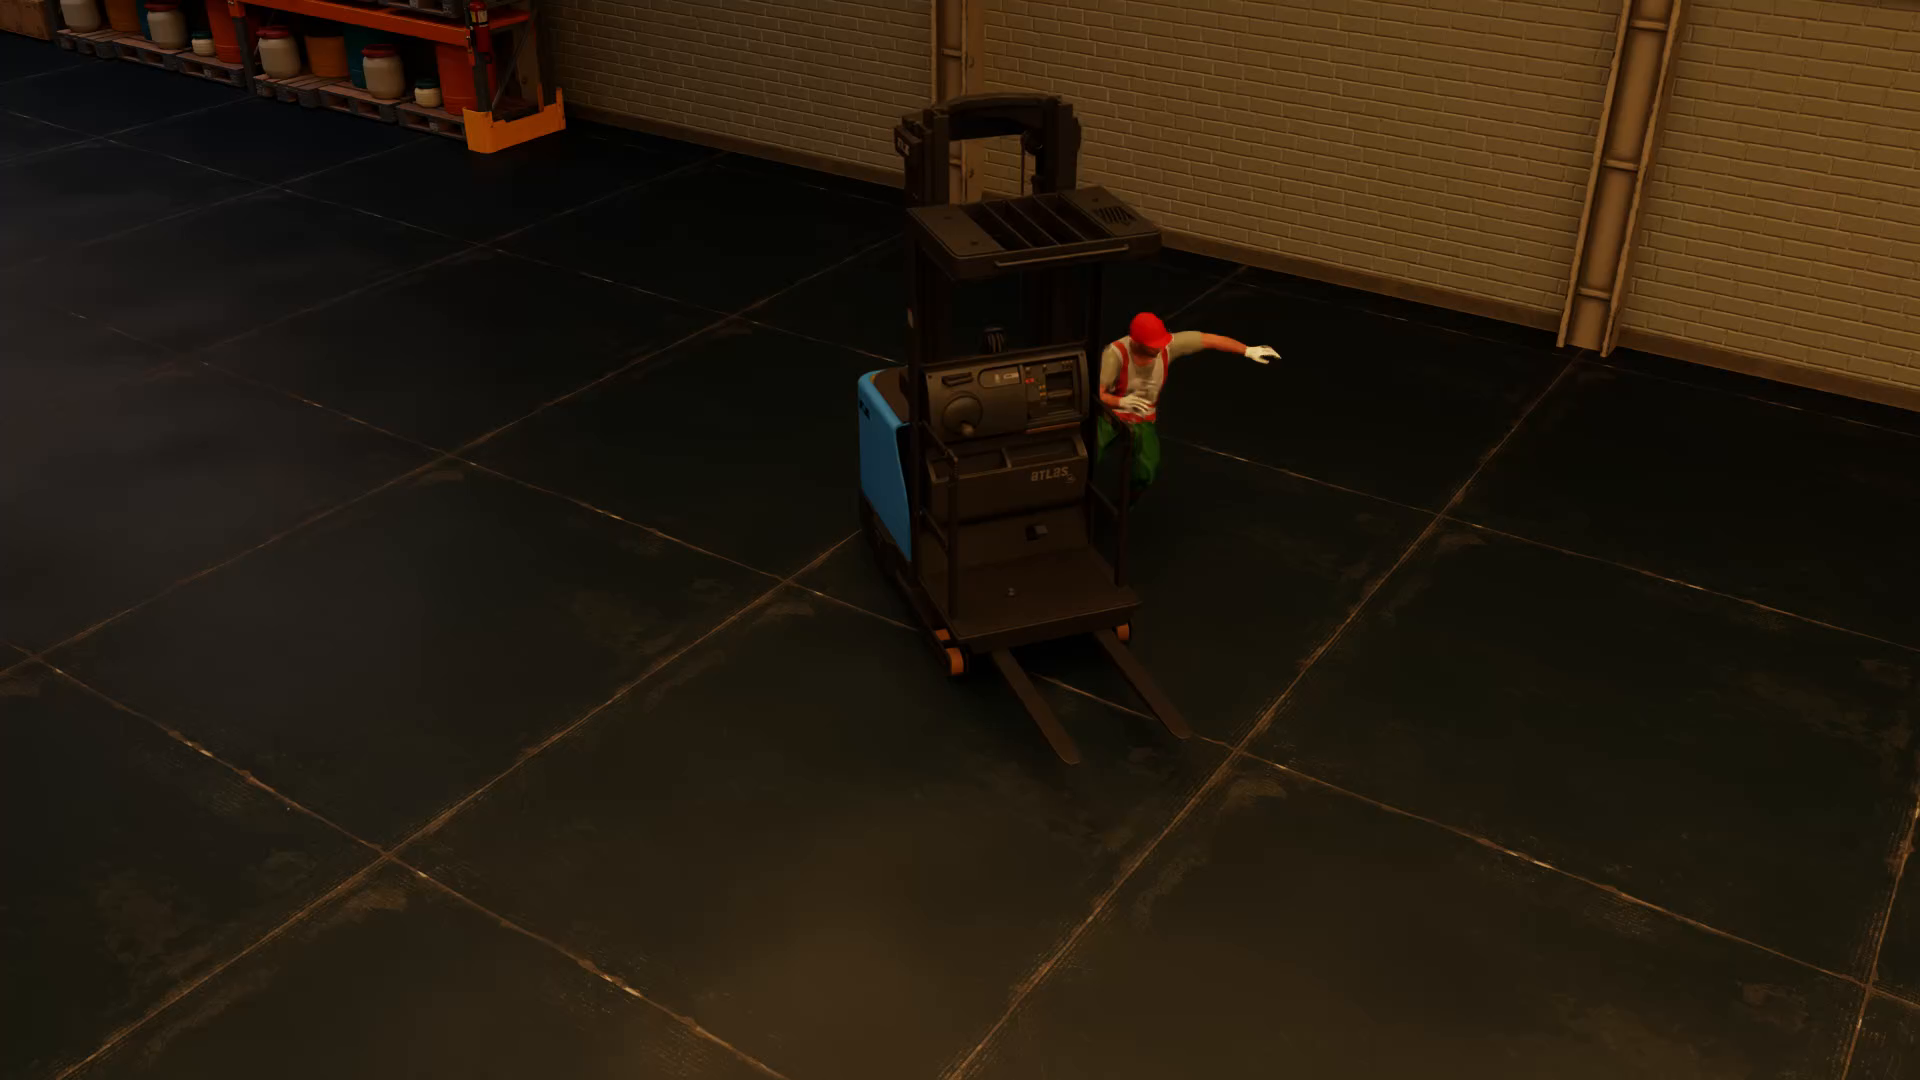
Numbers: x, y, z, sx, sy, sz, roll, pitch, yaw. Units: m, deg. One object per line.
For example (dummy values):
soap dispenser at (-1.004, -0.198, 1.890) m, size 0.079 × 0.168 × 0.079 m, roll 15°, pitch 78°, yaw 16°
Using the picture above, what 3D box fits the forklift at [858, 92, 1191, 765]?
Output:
forklift at (0.337, -0.744, 8.862) m, size 1.130 × 2.935 × 3.031 m, roll -10°, pitch 32°, yaw -17°

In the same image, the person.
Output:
person at (1.134, -0.716, 10.250) m, size 1.615 × 1.476 × 0.804 m, roll -7°, pitch 31°, yaw -12°
